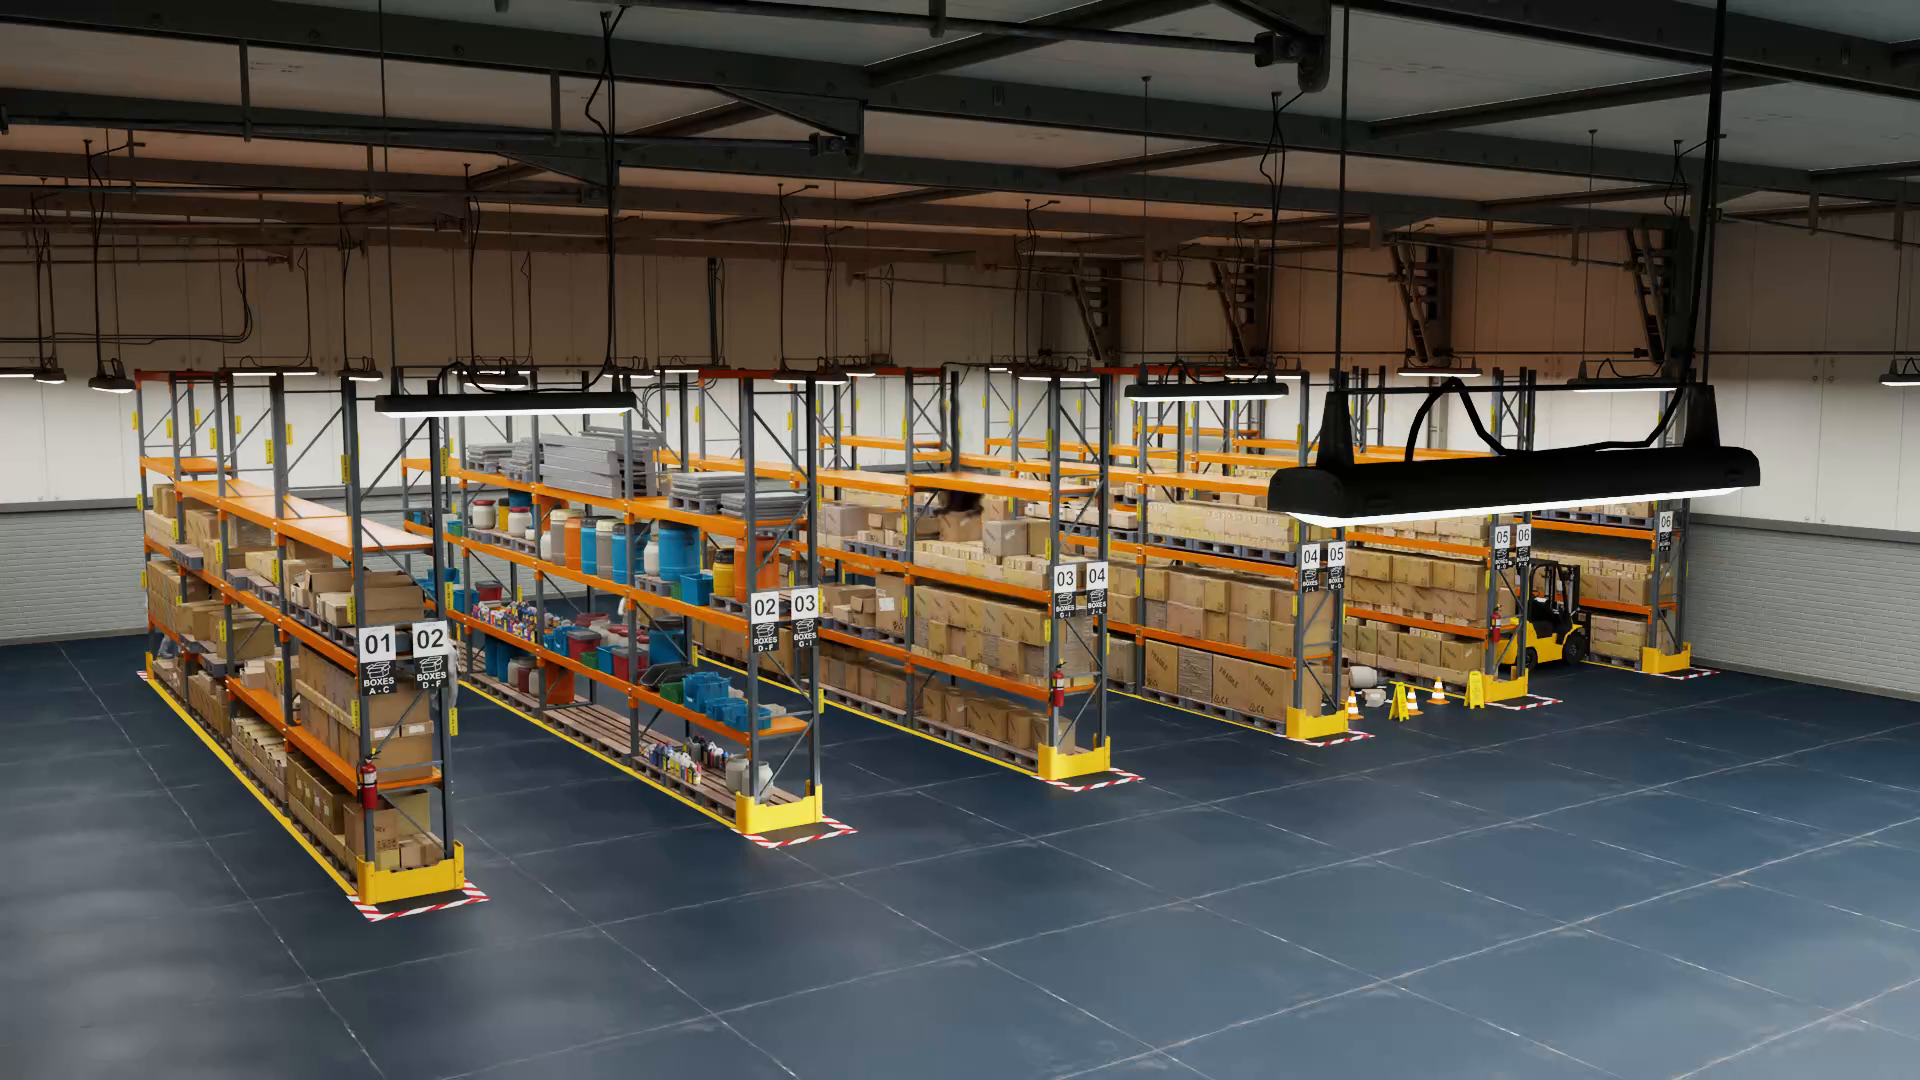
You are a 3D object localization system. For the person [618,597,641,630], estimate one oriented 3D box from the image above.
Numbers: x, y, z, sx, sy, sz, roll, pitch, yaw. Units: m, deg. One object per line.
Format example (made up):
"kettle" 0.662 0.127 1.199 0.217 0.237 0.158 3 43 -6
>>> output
"person" -6.691 1.746 33.728 0.547 1.604 0.804 -4 8 -34

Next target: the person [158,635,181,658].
"person" -16.245 1.669 34.263 0.695 1.721 0.609 1 6 6

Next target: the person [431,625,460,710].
"person" -8.878 2.293 28.680 0.627 1.698 0.761 -6 9 -41
